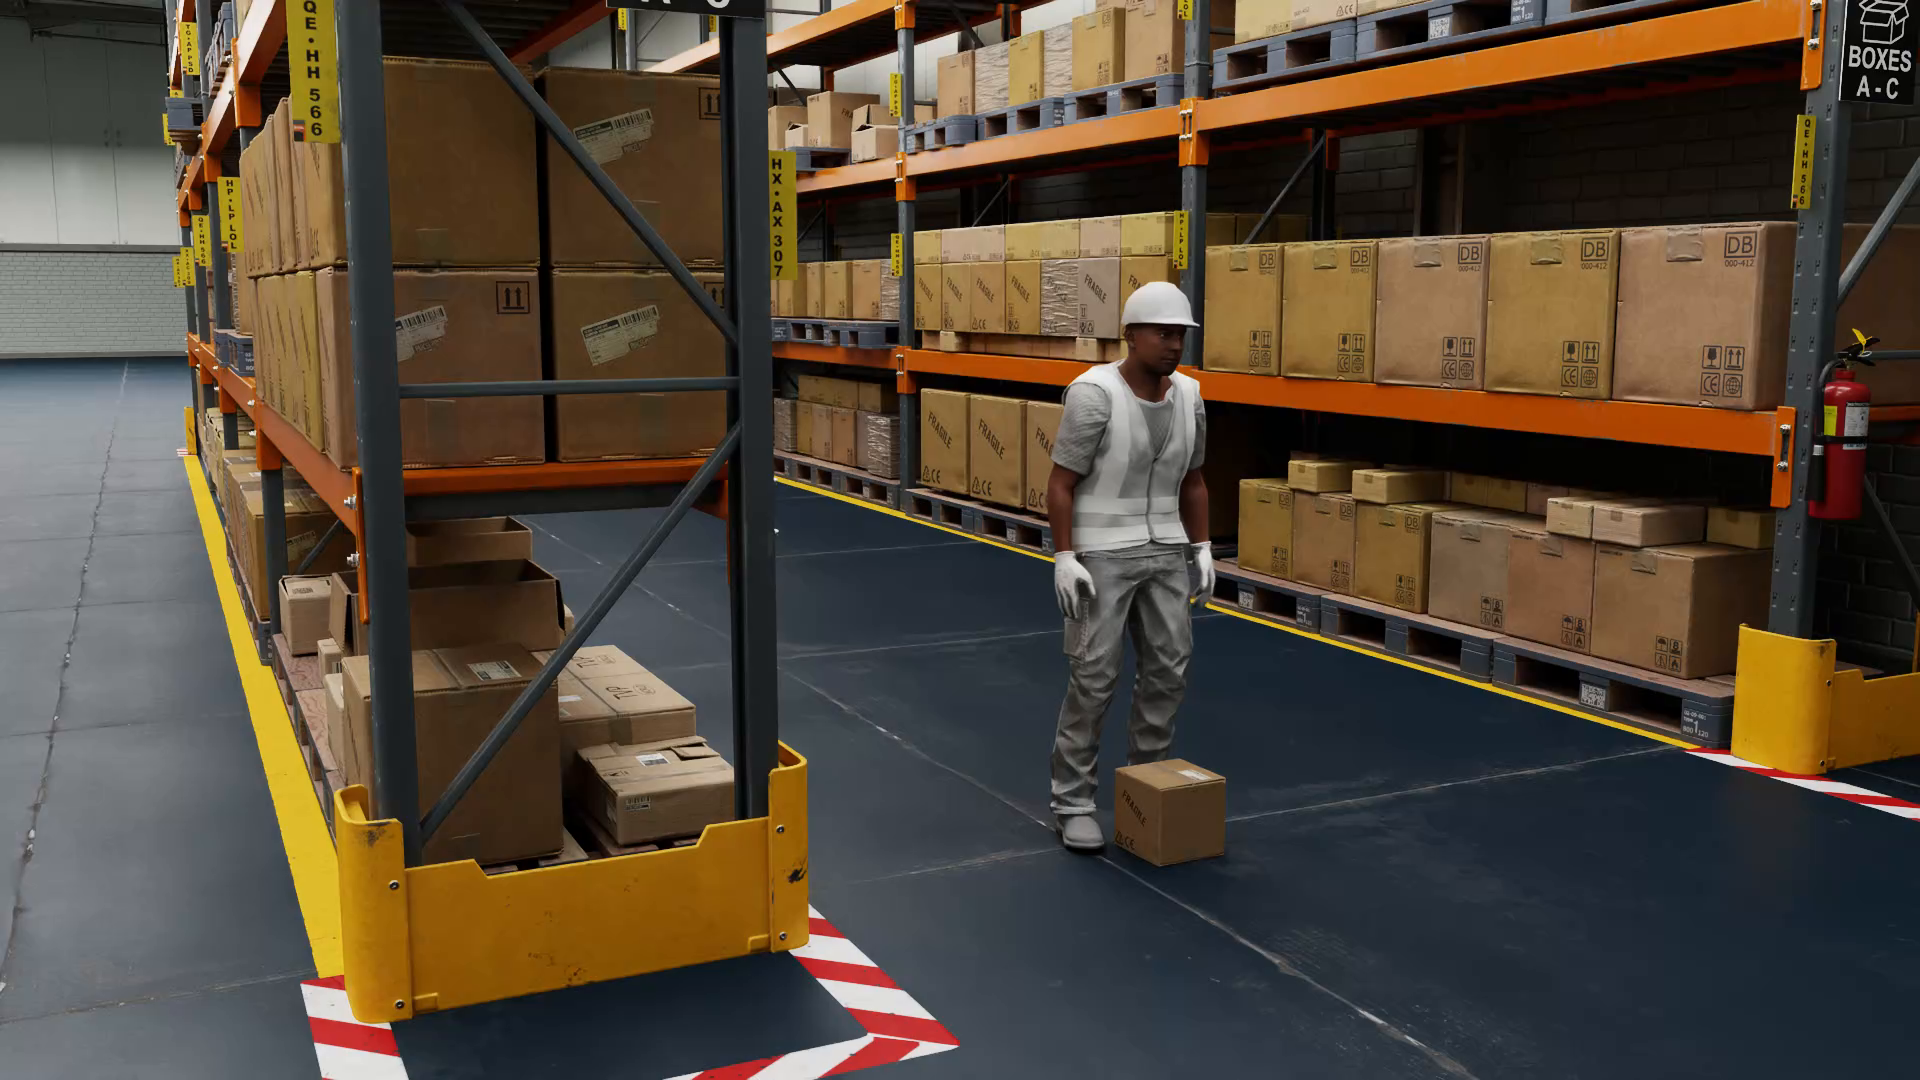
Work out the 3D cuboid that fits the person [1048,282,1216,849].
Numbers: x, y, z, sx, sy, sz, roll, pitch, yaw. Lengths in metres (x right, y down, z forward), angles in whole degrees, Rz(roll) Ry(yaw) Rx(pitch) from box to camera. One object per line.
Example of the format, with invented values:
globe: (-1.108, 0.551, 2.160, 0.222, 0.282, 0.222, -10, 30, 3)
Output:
person: (0.558, 0.071, 5.322, 0.627, 1.774, 0.450, -5, 10, -29)
